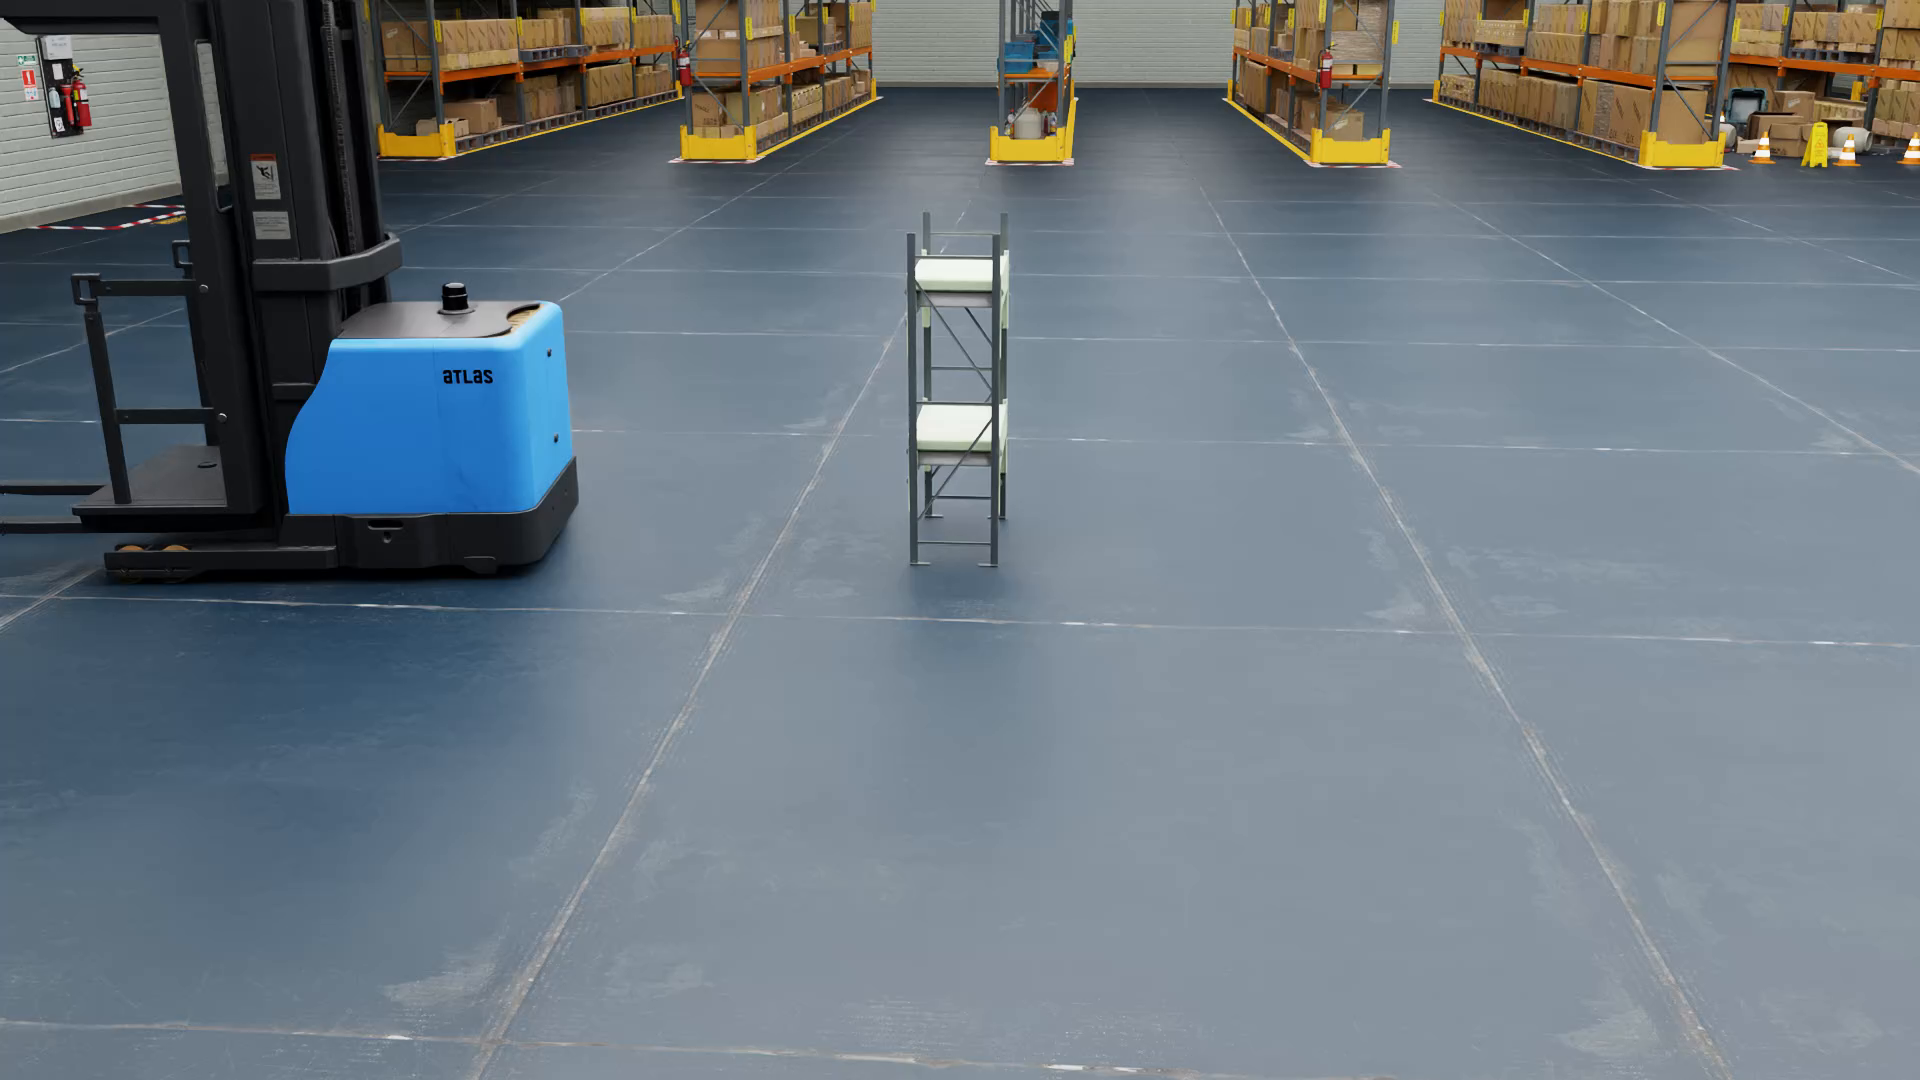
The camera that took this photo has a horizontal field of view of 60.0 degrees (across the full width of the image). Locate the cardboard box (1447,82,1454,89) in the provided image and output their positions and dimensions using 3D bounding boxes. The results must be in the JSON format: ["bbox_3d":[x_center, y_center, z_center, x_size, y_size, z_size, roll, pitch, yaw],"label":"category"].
[{"bbox_3d":[11.708,-10.711,39.220,0.380,0.149,0.250,2,18,6],"label":"cardboard box"}]

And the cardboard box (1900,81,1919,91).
[{"bbox_3d":[15.802,-7.498,27.484,0.380,0.149,0.250,2,18,6],"label":"cardboard box"}]

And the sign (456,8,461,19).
[{"bbox_3d":[-9.042,-9.429,30.023,0.100,0.325,0.005,1,18,4],"label":"sign"}]

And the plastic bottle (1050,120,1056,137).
[{"bbox_3d":[1.547,-6.873,27.756,0.097,0.271,0.097,0,18,0],"label":"plastic bottle"}]

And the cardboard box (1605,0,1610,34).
[{"bbox_3d":[11.289,-8.691,27.654,0.875,0.550,0.550,1,18,4],"label":"cardboard box"}]

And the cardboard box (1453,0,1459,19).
[{"bbox_3d":[11.747,-12.333,38.501,0.500,0.500,0.500,1,18,3],"label":"cardboard box"}]

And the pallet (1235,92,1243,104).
[{"bbox_3d":[7.214,-10.688,40.201,1.003,0.211,1.213,1,18,4],"label":"pallet"}]

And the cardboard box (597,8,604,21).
[{"bbox_3d":[-7.842,-11.122,35.175,0.500,0.250,0.500,1,18,4],"label":"cardboard box"}]

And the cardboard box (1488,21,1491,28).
[{"bbox_3d":[11.287,-10.806,34.858,0.380,0.149,0.250,1,18,3],"label":"cardboard box"}]

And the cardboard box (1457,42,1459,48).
[{"bbox_3d":[11.762,-11.503,38.613,0.380,0.149,0.250,1,18,3],"label":"cardboard box"}]

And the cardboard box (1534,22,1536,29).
[{"bbox_3d":[11.862,-10.464,33.815,0.380,0.149,0.250,2,18,6],"label":"cardboard box"}]

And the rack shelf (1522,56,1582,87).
[{"bbox_3d":[11.417,-8.673,30.730,1.077,0.370,4.000,1,18,4],"label":"rack shelf"}]

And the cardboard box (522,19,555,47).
[{"bbox_3d":[-8.293,-9.833,32.247,0.700,0.500,0.500,1,18,4],"label":"cardboard box"}]

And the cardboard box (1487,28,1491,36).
[{"bbox_3d":[11.290,-10.663,34.898,0.380,0.149,0.250,2,18,6],"label":"cardboard box"}]

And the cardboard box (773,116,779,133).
[{"bbox_3d":[-3.429,-7.192,28.795,0.500,0.250,0.500,1,18,4],"label":"cardboard box"}]

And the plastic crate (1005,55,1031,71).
[{"bbox_3d":[0.896,-7.697,26.835,0.499,0.251,0.408,1,18,4],"label":"plastic crate"}]

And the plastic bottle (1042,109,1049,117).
[{"bbox_3d":[1.490,-7.394,29.217,0.144,0.351,0.185,1,18,4],"label":"plastic bottle"}]

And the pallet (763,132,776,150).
[{"bbox_3d":[-3.731,-6.807,28.358,1.003,0.211,1.213,1,18,4],"label":"pallet"}]

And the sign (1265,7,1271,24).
[{"bbox_3d":[6.066,-10.340,32.802,0.100,0.325,0.005,1,18,4],"label":"sign"}]

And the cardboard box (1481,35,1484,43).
[{"bbox_3d":[11.324,-10.683,35.437,0.380,0.149,0.250,1,18,4],"label":"cardboard box"}]

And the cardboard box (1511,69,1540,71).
[{"bbox_3d":[11.995,-9.850,35.303,0.500,0.250,0.500,2,18,7],"label":"cardboard box"}]

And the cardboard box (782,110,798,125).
[{"bbox_3d":[-3.271,-7.771,30.563,0.500,0.250,0.500,1,18,3],"label":"cardboard box"}]

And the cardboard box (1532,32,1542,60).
[{"bbox_3d":[11.225,-9.392,31.609,0.500,0.500,0.500,1,18,3],"label":"cardboard box"}]

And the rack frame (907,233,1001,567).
[{"bbox_3d":[-0.027,-0.597,7.336,0.400,1.500,0.023,1,18,4],"label":"rack frame"}]

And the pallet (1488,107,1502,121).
[{"bbox_3d":[11.707,-8.932,34.842,1.003,0.211,1.213,1,18,4],"label":"pallet"}]

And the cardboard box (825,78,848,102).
[{"bbox_3d":[-2.767,-9.951,36.783,0.500,0.500,0.500,1,18,4],"label":"cardboard box"}]

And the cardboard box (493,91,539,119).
[{"bbox_3d":[-8.465,-8.279,31.681,0.700,0.500,0.500,1,18,3],"label":"cardboard box"}]

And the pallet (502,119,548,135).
[{"bbox_3d":[-8.434,-7.784,31.341,1.003,0.211,1.213,1,18,4],"label":"pallet"}]

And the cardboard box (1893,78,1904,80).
[{"bbox_3d":[21.653,-10.329,37.969,0.500,0.500,0.500,2,18,5],"label":"cardboard box"}]

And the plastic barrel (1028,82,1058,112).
[{"bbox_3d":[1.698,-9.209,34.022,0.600,0.830,0.708,1,18,4],"label":"plastic barrel"}]

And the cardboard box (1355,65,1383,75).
[{"bbox_3d":[6.305,-7.257,25.658,0.380,0.149,0.250,1,18,4],"label":"cardboard box"}]

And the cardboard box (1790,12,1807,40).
[{"bbox_3d":[16.241,-9.811,31.734,0.500,0.500,0.500,1,18,2],"label":"cardboard box"}]

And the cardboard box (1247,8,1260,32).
[{"bbox_3d":[6.673,-11.596,37.053,0.500,0.500,0.500,2,18,5],"label":"cardboard box"}]

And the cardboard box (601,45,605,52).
[{"bbox_3d":[-7.848,-10.574,35.747,0.380,0.149,0.250,1,18,4],"label":"cardboard box"}]

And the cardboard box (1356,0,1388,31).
[{"bbox_3d":[6.358,-8.122,25.650,0.500,0.500,0.500,1,18,4],"label":"cardboard box"}]

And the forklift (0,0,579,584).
[{"bbox_3d":[-3.396,-1.366,7.385,3.031,2.935,1.130,0,18,-1],"label":"forklift"}]

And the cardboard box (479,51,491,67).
[{"bbox_3d":[-8.320,-8.185,28.293,0.500,0.250,0.500,1,18,4],"label":"cardboard box"}]

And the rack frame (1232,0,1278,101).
[{"bbox_3d":[7.193,-12.263,40.530,1.000,3.000,0.127,1,18,4],"label":"rack frame"}]

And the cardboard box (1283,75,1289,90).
[{"bbox_3d":[6.602,-8.947,32.514,0.500,0.250,0.500,2,18,6],"label":"cardboard box"}]

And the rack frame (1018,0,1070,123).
[{"bbox_3d":[1.680,-9.889,33.285,1.000,3.000,0.127,1,18,4],"label":"rack frame"}]

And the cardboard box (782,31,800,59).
[{"bbox_3d":[-3.365,-9.527,32.019,0.500,0.500,0.500,0,18,1],"label":"cardboard box"}]

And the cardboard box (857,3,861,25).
[{"bbox_3d":[-2.586,-12.226,38.650,0.500,0.500,0.500,1,18,2],"label":"cardboard box"}]

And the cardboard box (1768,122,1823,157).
[{"bbox_3d":[13.532,-6.488,26.916,0.797,0.503,0.637,-13,22,-34],"label":"cardboard box"}]

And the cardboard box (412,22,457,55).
[{"bbox_3d":[-8.441,-8.062,26.713,0.500,0.500,0.500,1,18,4],"label":"cardboard box"}]

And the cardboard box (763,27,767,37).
[{"bbox_3d":[-3.462,-8.548,27.990,0.380,0.149,0.250,2,18,6],"label":"cardboard box"}]

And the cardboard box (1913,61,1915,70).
[{"bbox_3d":[15.880,-7.782,27.260,0.380,0.149,0.250,1,18,4],"label":"cardboard box"}]

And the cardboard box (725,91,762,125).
[{"bbox_3d":[-3.540,-7.082,27.256,0.500,0.500,0.500,1,18,4],"label":"cardboard box"}]

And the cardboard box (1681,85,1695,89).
[{"bbox_3d":[17.007,-10.252,37.834,0.875,0.438,0.875,1,18,2],"label":"cardboard box"}]

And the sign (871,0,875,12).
[{"bbox_3d":[-2.135,-13.167,40.922,0.100,0.325,0.005,1,18,4],"label":"sign"}]

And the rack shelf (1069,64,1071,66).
[{"bbox_3d":[1.823,-10.168,35.293,1.077,0.370,4.000,1,18,4],"label":"rack shelf"}]

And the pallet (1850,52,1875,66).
[{"bbox_3d":[16.418,-8.458,29.226,1.003,0.211,1.213,1,18,4],"label":"pallet"}]

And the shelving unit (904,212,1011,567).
[{"bbox_3d":[0.000,-0.711,7.683,0.431,1.500,0.755,1,18,4],"label":"shelving unit"}]
